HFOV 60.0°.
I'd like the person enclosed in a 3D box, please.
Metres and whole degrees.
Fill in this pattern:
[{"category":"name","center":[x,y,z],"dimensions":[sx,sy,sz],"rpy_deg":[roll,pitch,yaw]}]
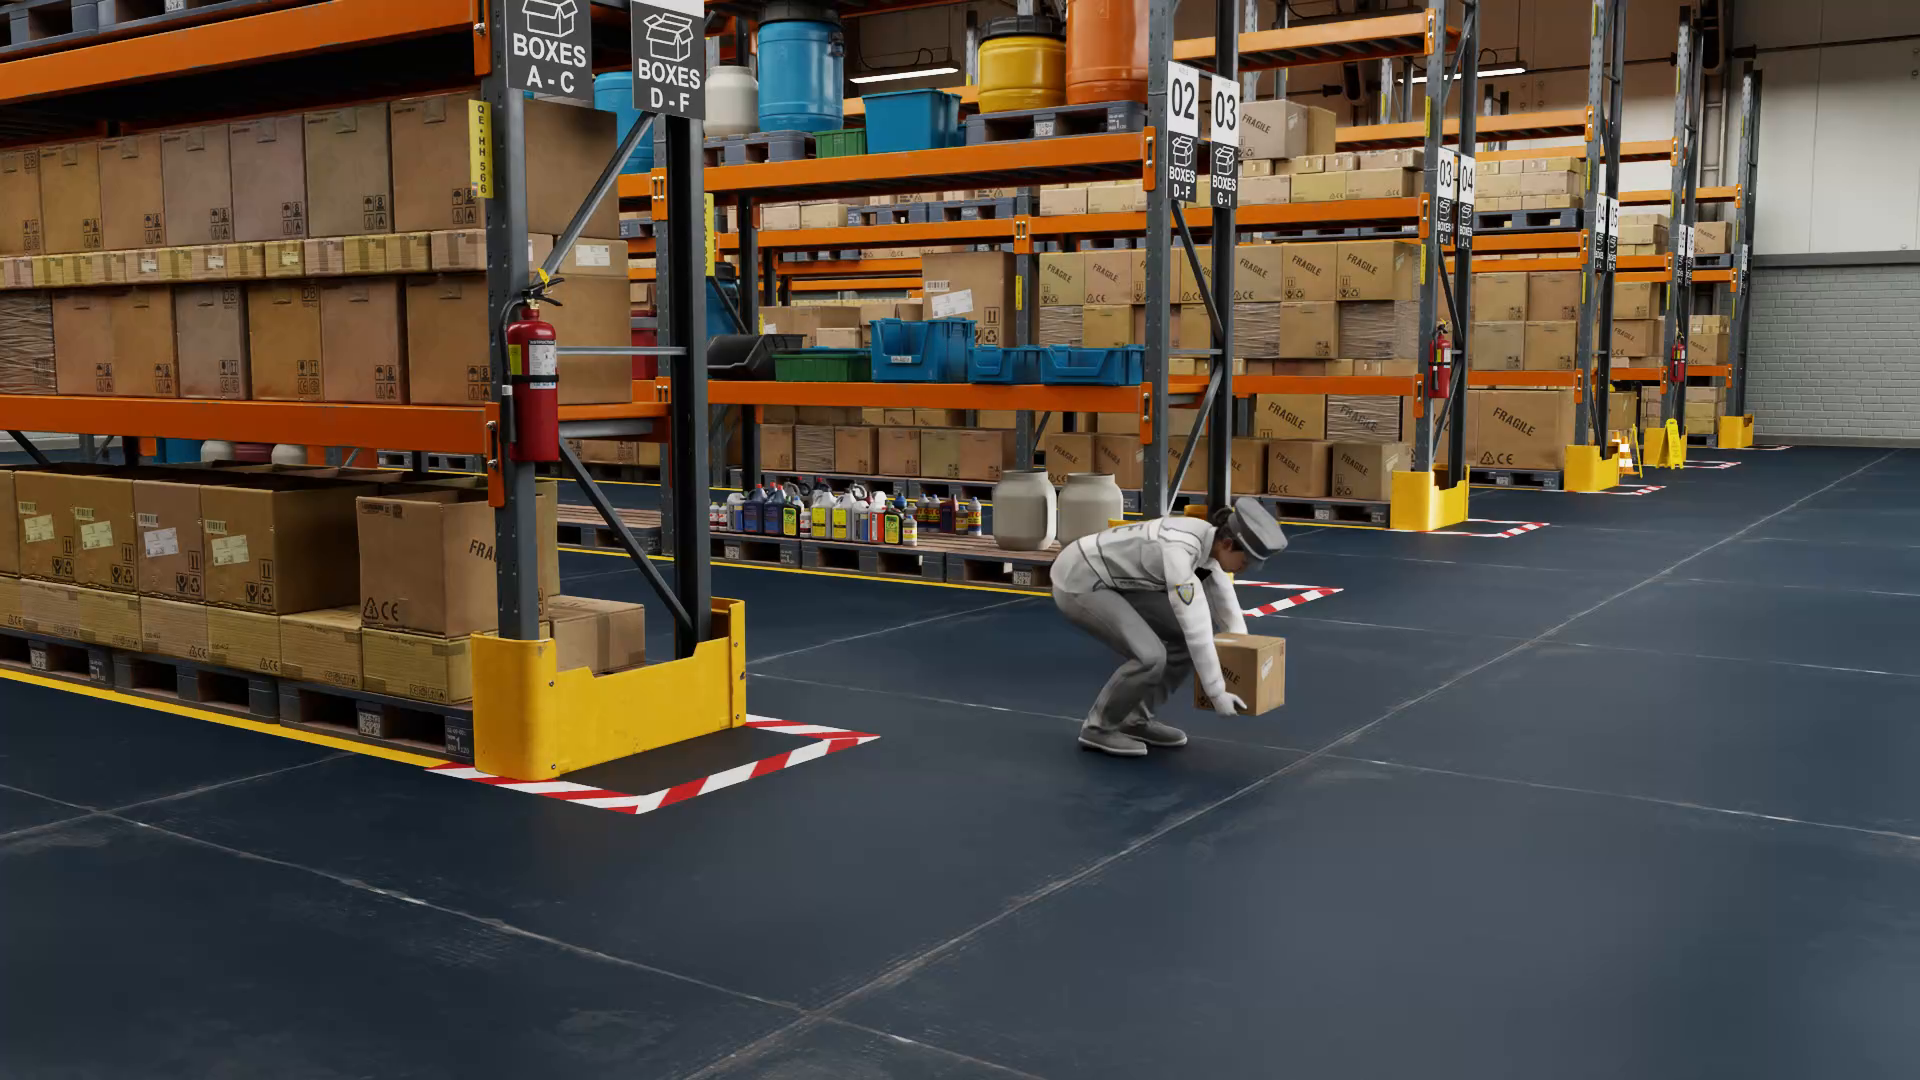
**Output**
[{"category":"person","center":[0.777,0.316,6.261],"dimensions":[0.906,0.983,0.455],"rpy_deg":[4,8,31]}]
